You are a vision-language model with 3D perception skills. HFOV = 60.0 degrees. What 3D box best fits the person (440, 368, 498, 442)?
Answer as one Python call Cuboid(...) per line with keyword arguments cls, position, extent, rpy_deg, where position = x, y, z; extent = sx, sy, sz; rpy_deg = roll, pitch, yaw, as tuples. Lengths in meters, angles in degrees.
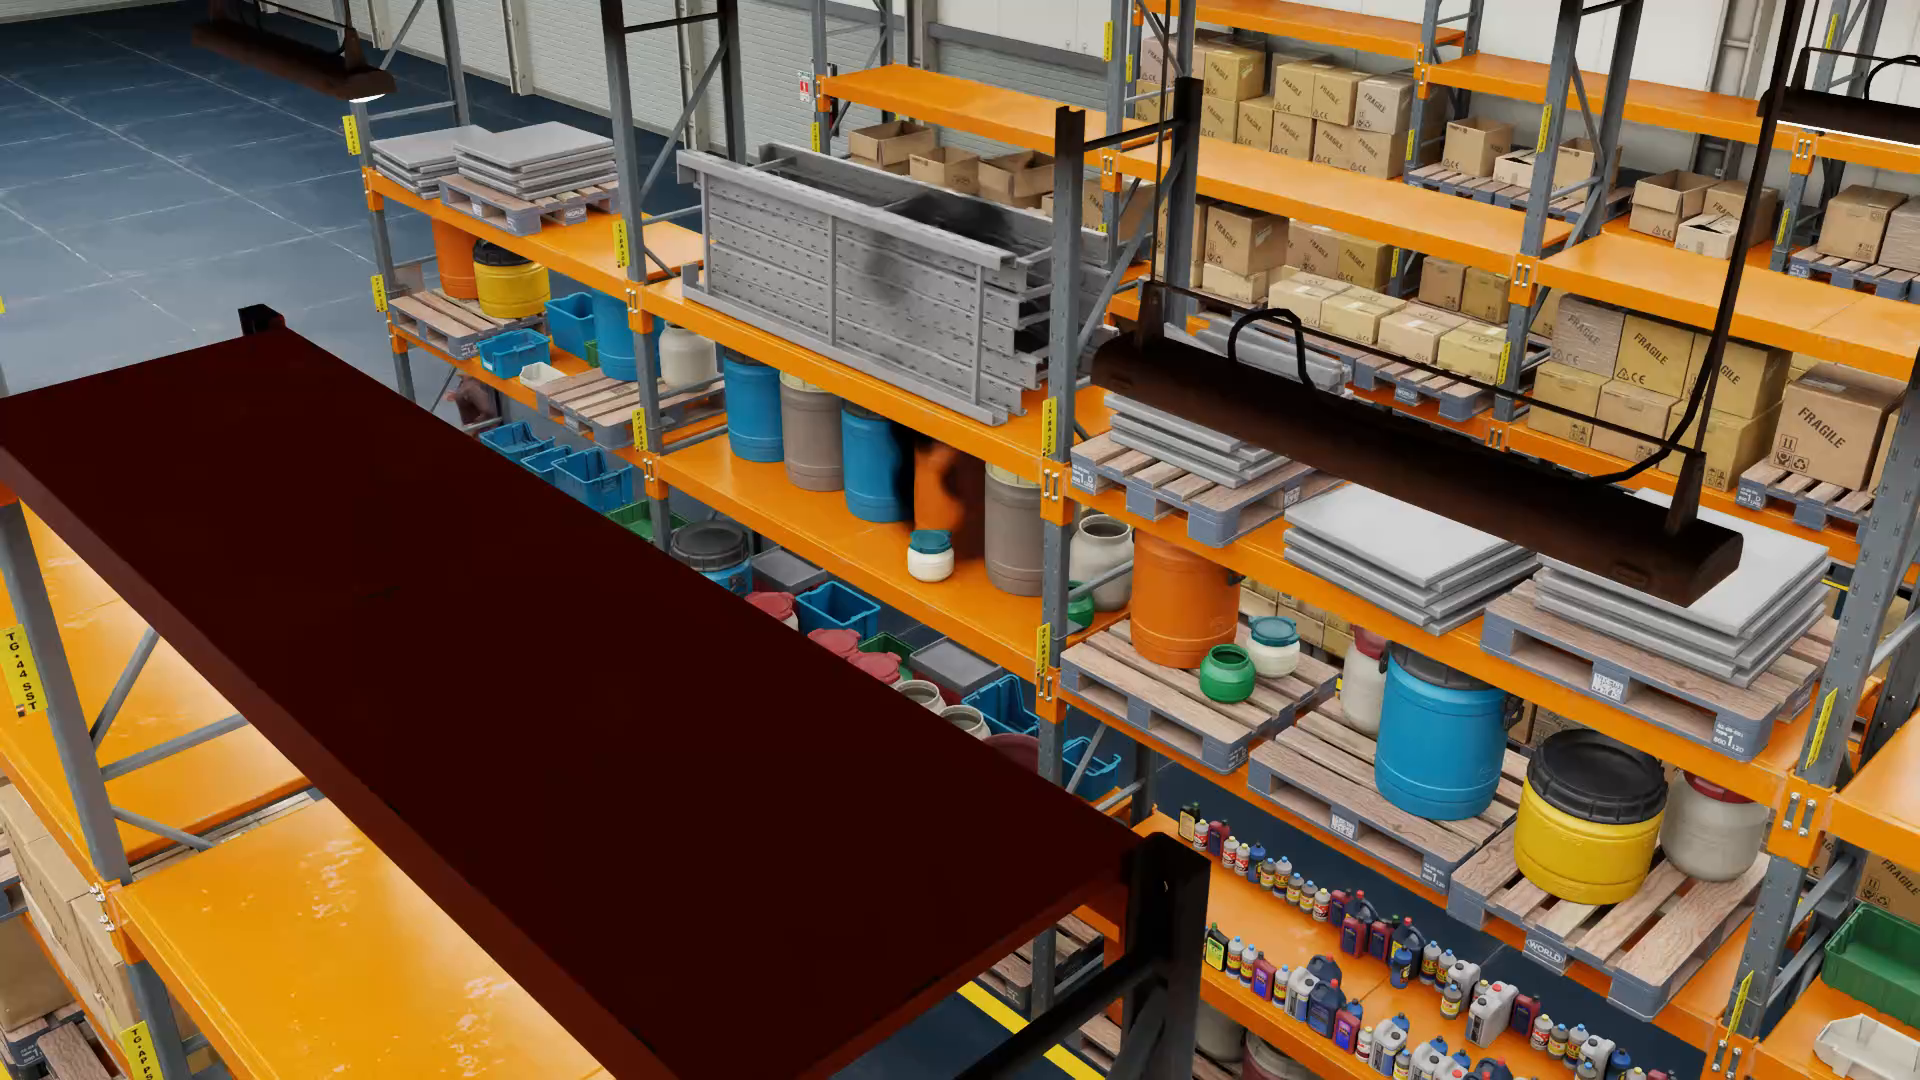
Cuboid(cls="person", position=(-4.872, -1.033, 16.959), extent=(0.820, 1.834, 0.705), rpy_deg=(1, 28, 2))
